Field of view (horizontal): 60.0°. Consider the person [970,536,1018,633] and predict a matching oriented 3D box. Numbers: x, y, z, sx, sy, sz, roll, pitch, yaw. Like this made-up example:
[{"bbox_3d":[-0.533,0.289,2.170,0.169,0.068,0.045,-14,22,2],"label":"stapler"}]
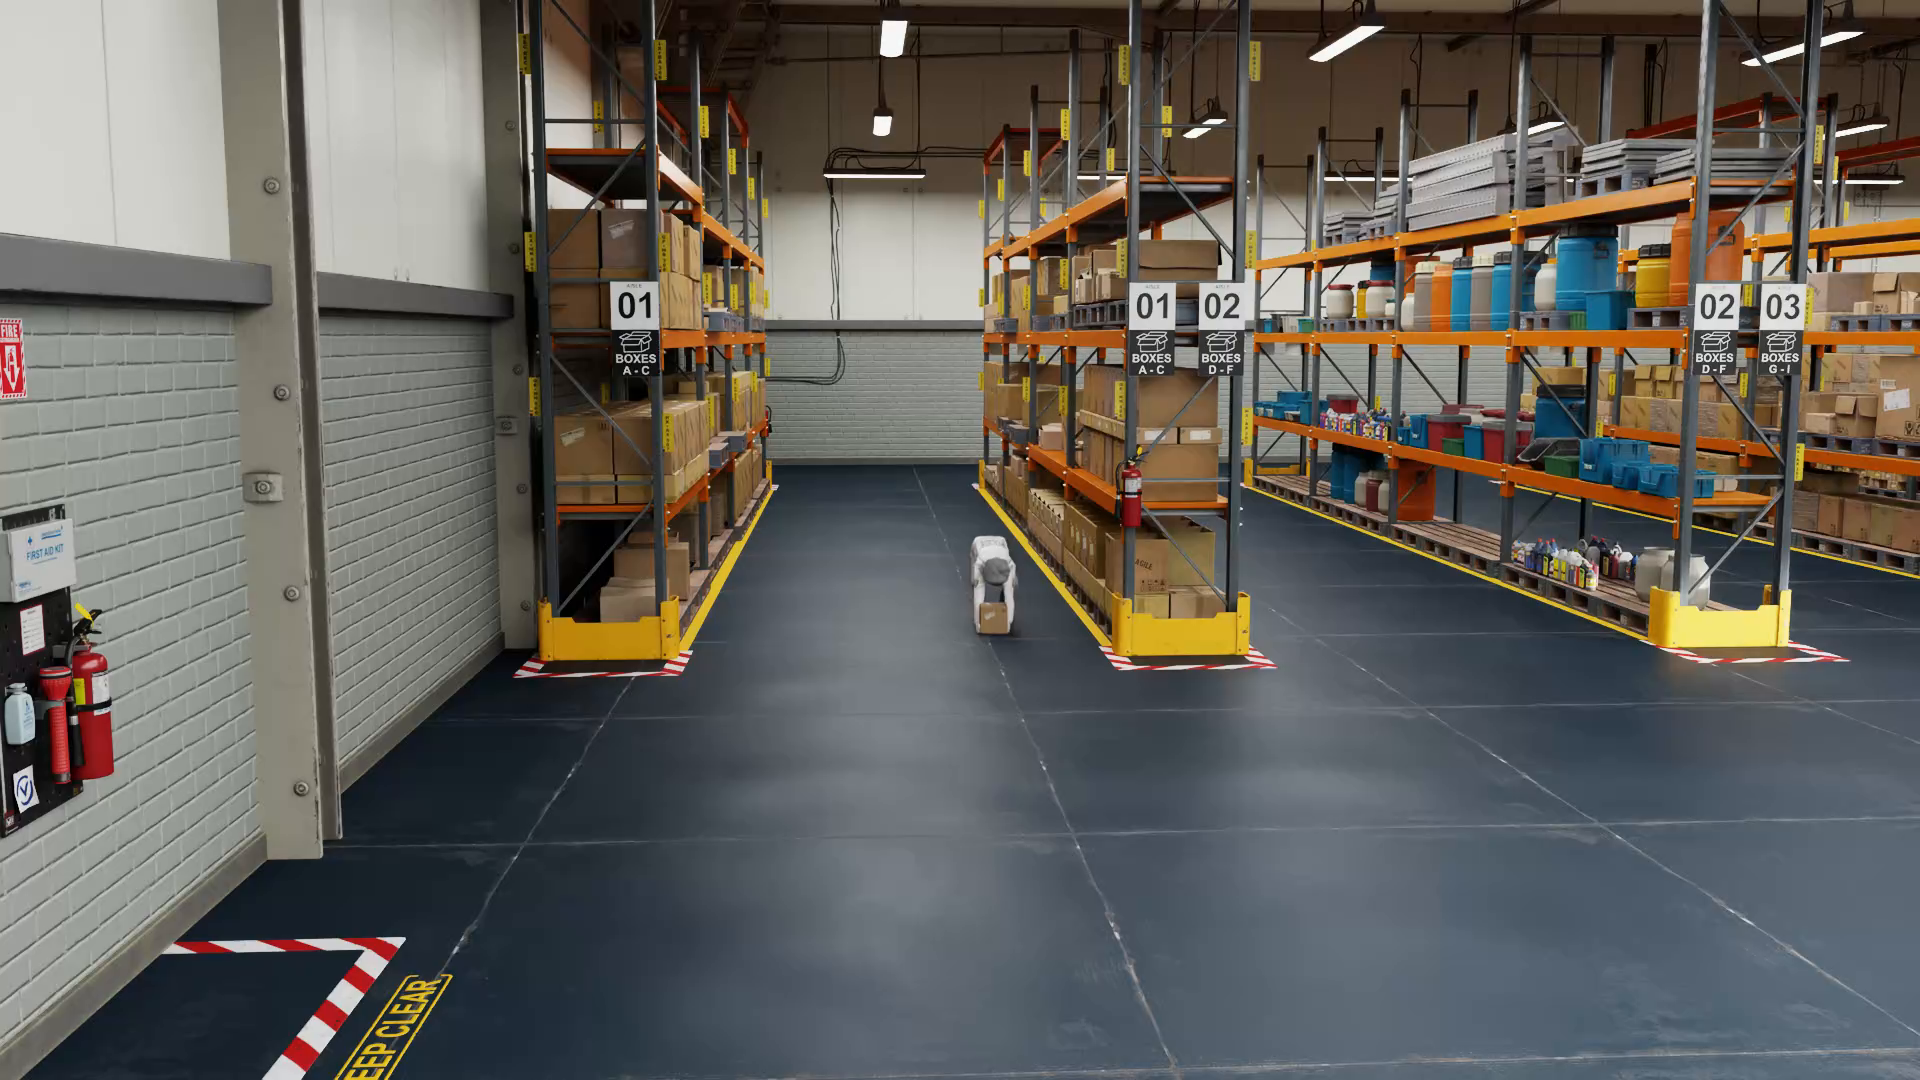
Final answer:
[{"bbox_3d":[0.324,0.409,15.775,0.452,0.848,0.885,-1,7,-7],"label":"person"}]
